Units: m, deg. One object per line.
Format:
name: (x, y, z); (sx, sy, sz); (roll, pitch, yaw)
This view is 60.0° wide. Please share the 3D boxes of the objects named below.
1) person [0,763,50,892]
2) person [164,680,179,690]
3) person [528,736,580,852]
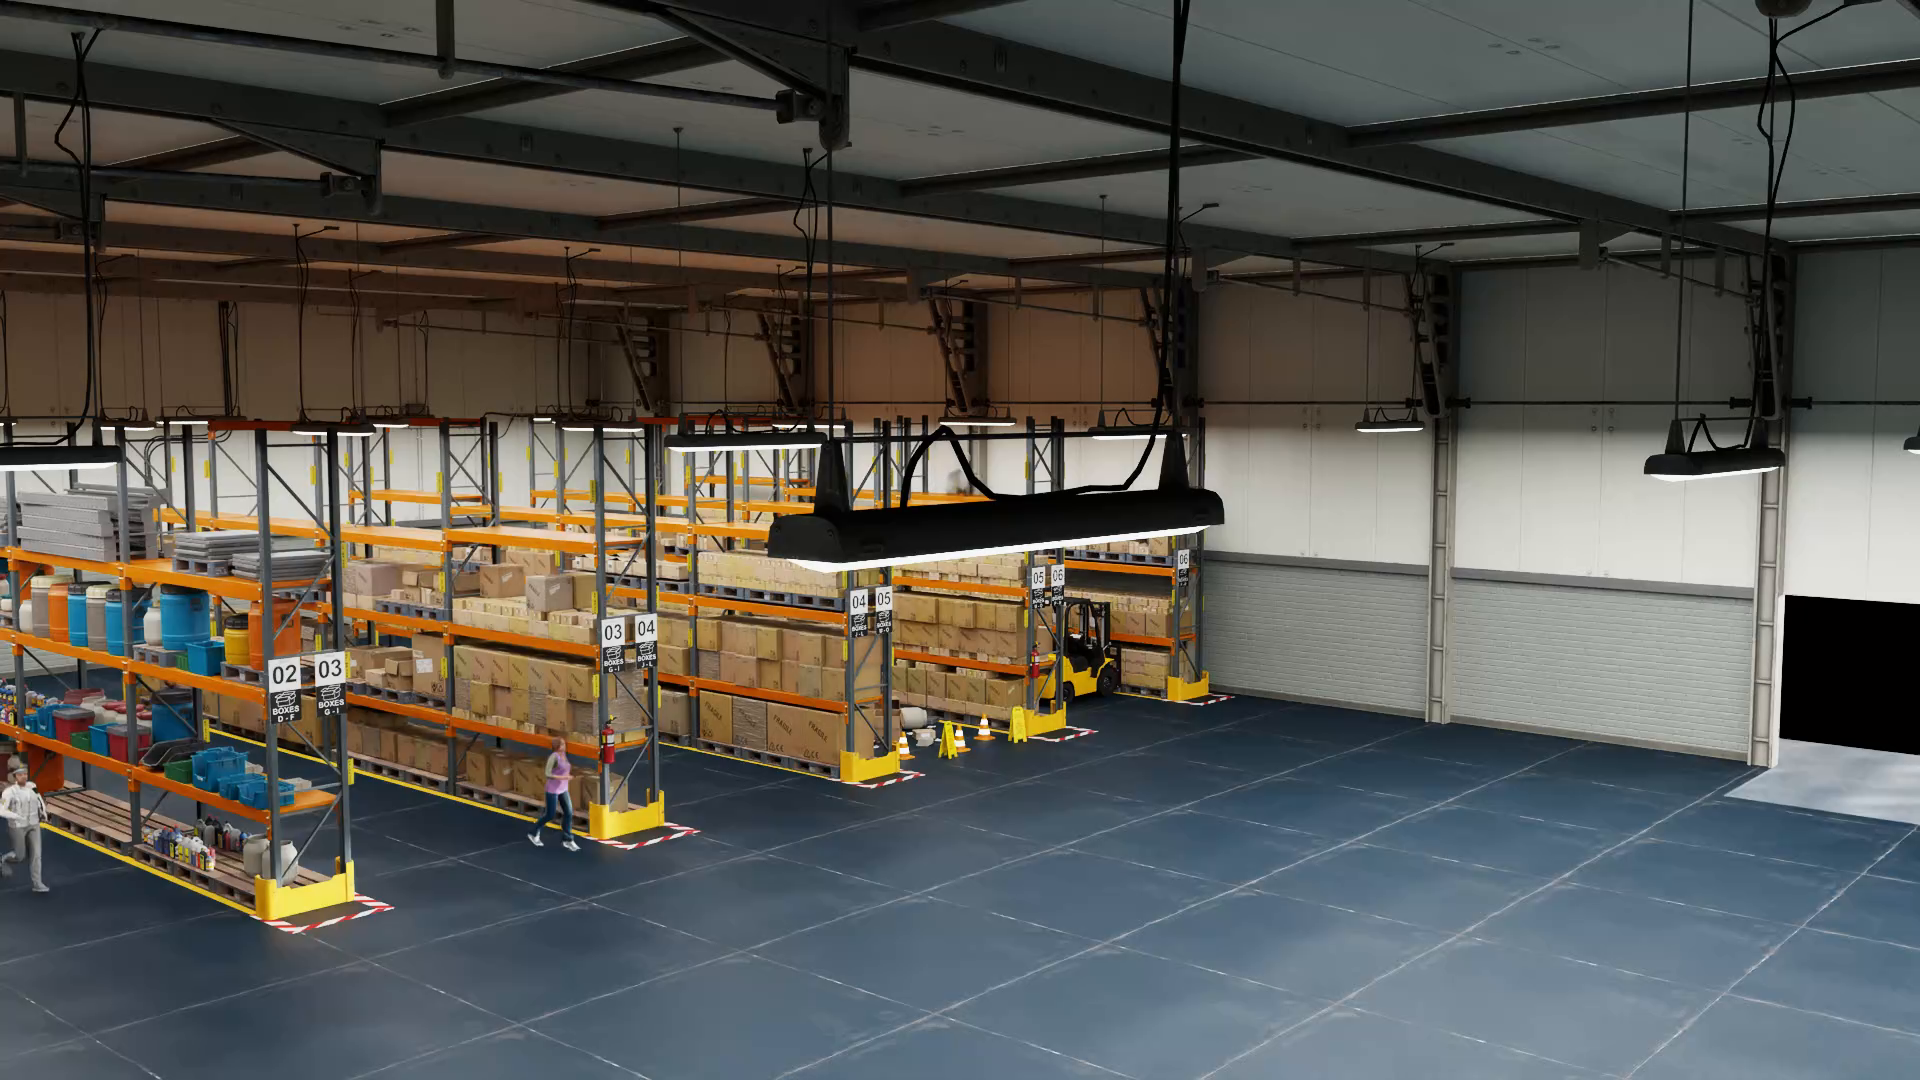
person: (-12.080, 3.704, 21.529); (0.890, 1.656, 0.630); (3, 6, 34)
person: (-13.682, 3.129, 28.869); (0.540, 1.609, 0.562); (3, 6, 32)
person: (-5.734, 3.579, 23.509); (0.779, 1.624, 0.545); (2, 5, 19)
